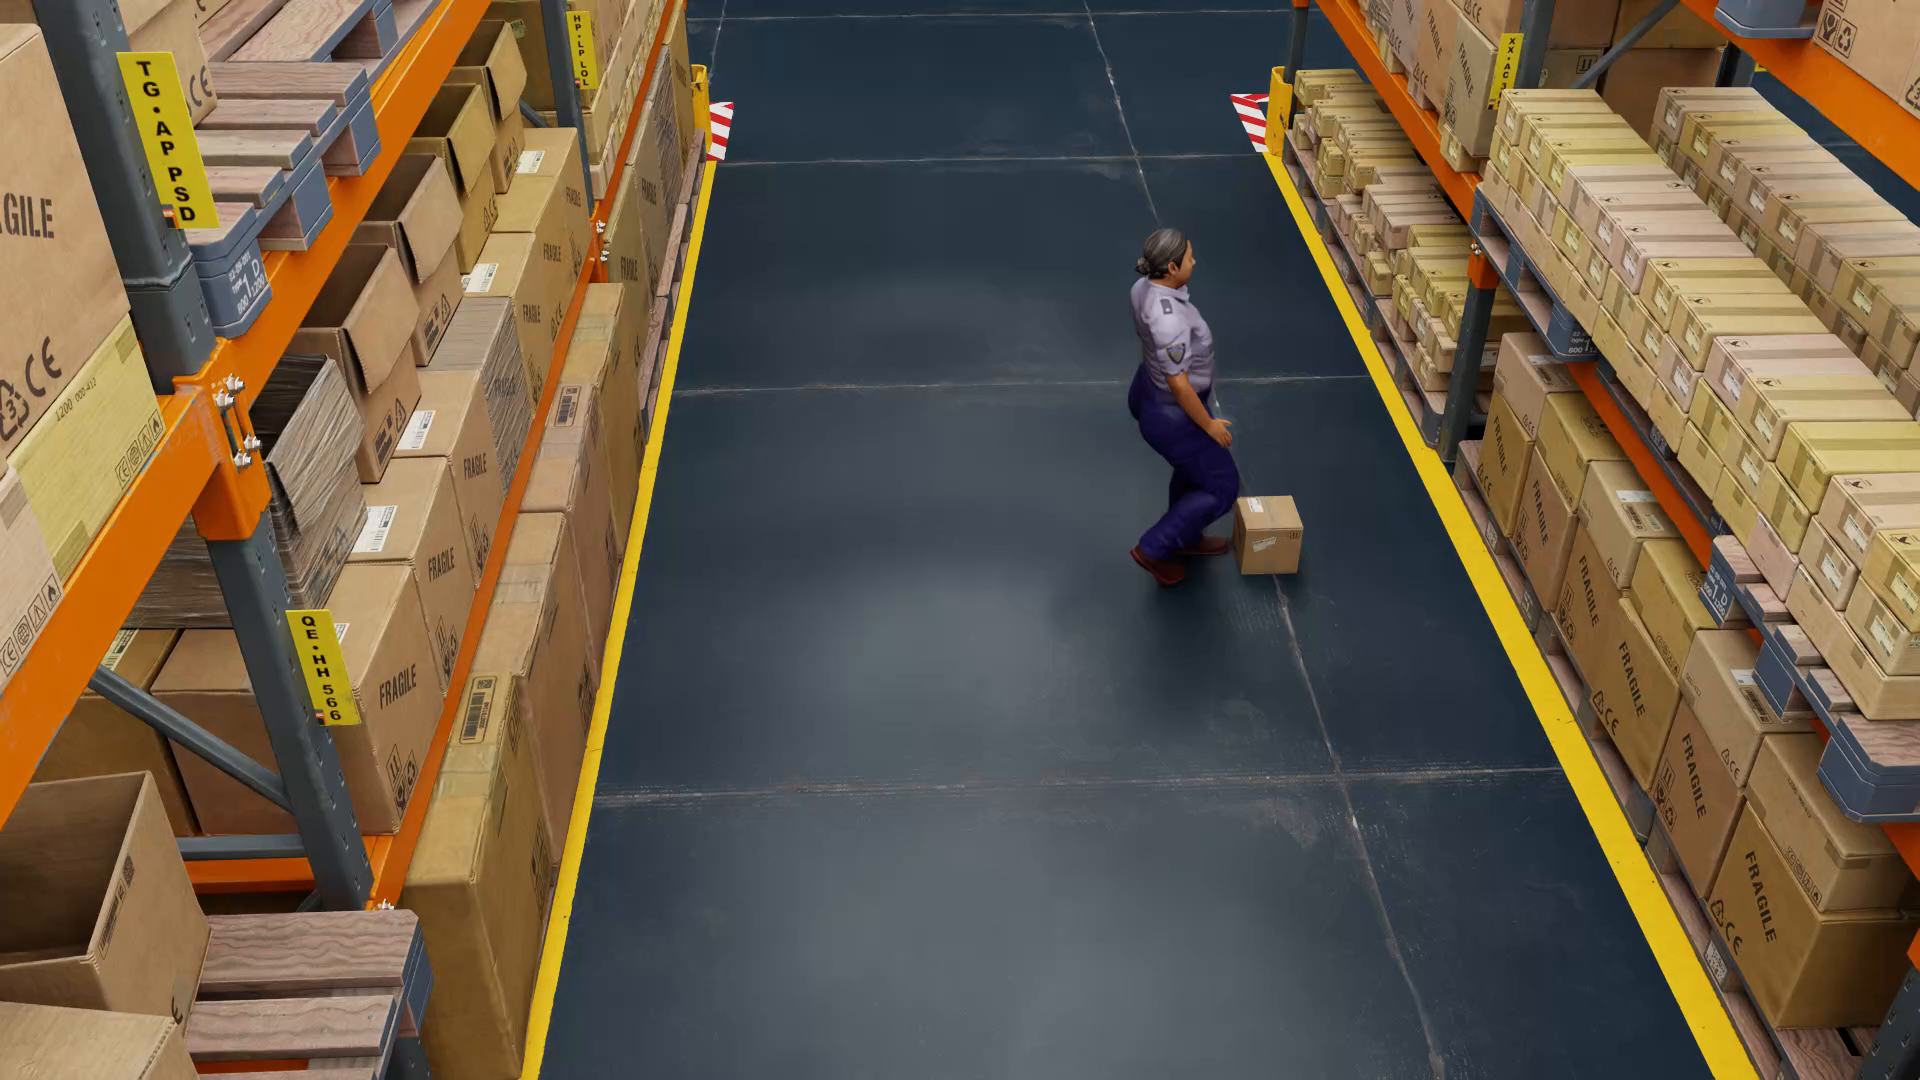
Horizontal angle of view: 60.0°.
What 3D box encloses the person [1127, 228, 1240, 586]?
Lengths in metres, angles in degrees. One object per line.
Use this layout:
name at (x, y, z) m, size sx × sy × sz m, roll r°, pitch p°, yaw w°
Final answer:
person at (0.958, -0.557, 6.980) m, size 0.537 × 1.612 × 0.496 m, roll -5°, pitch 36°, yaw -7°
